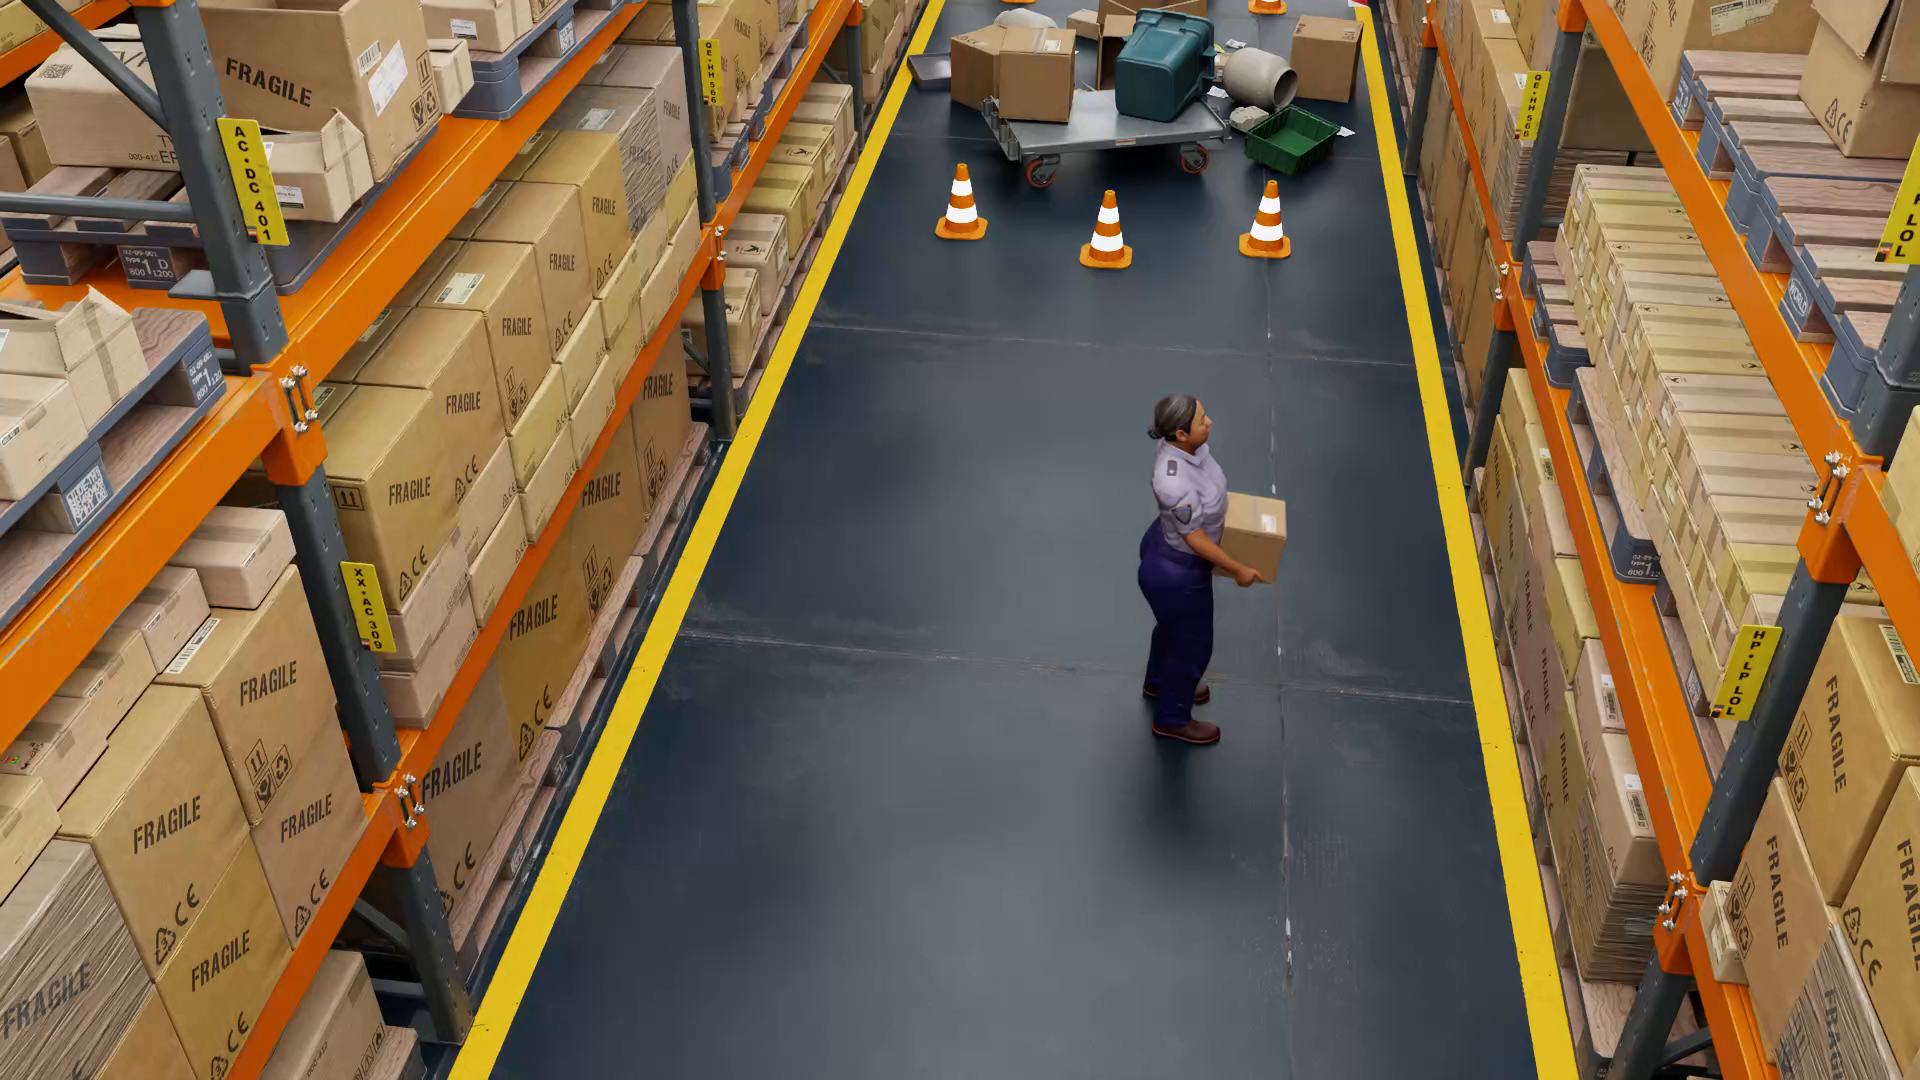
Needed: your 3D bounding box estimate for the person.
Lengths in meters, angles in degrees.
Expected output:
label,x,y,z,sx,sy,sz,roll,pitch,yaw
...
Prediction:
label,x,y,z,sx,sy,sz,roll,pitch,yaw
person,0.996,0.113,6.907,0.517,1.634,0.452,5,37,6
